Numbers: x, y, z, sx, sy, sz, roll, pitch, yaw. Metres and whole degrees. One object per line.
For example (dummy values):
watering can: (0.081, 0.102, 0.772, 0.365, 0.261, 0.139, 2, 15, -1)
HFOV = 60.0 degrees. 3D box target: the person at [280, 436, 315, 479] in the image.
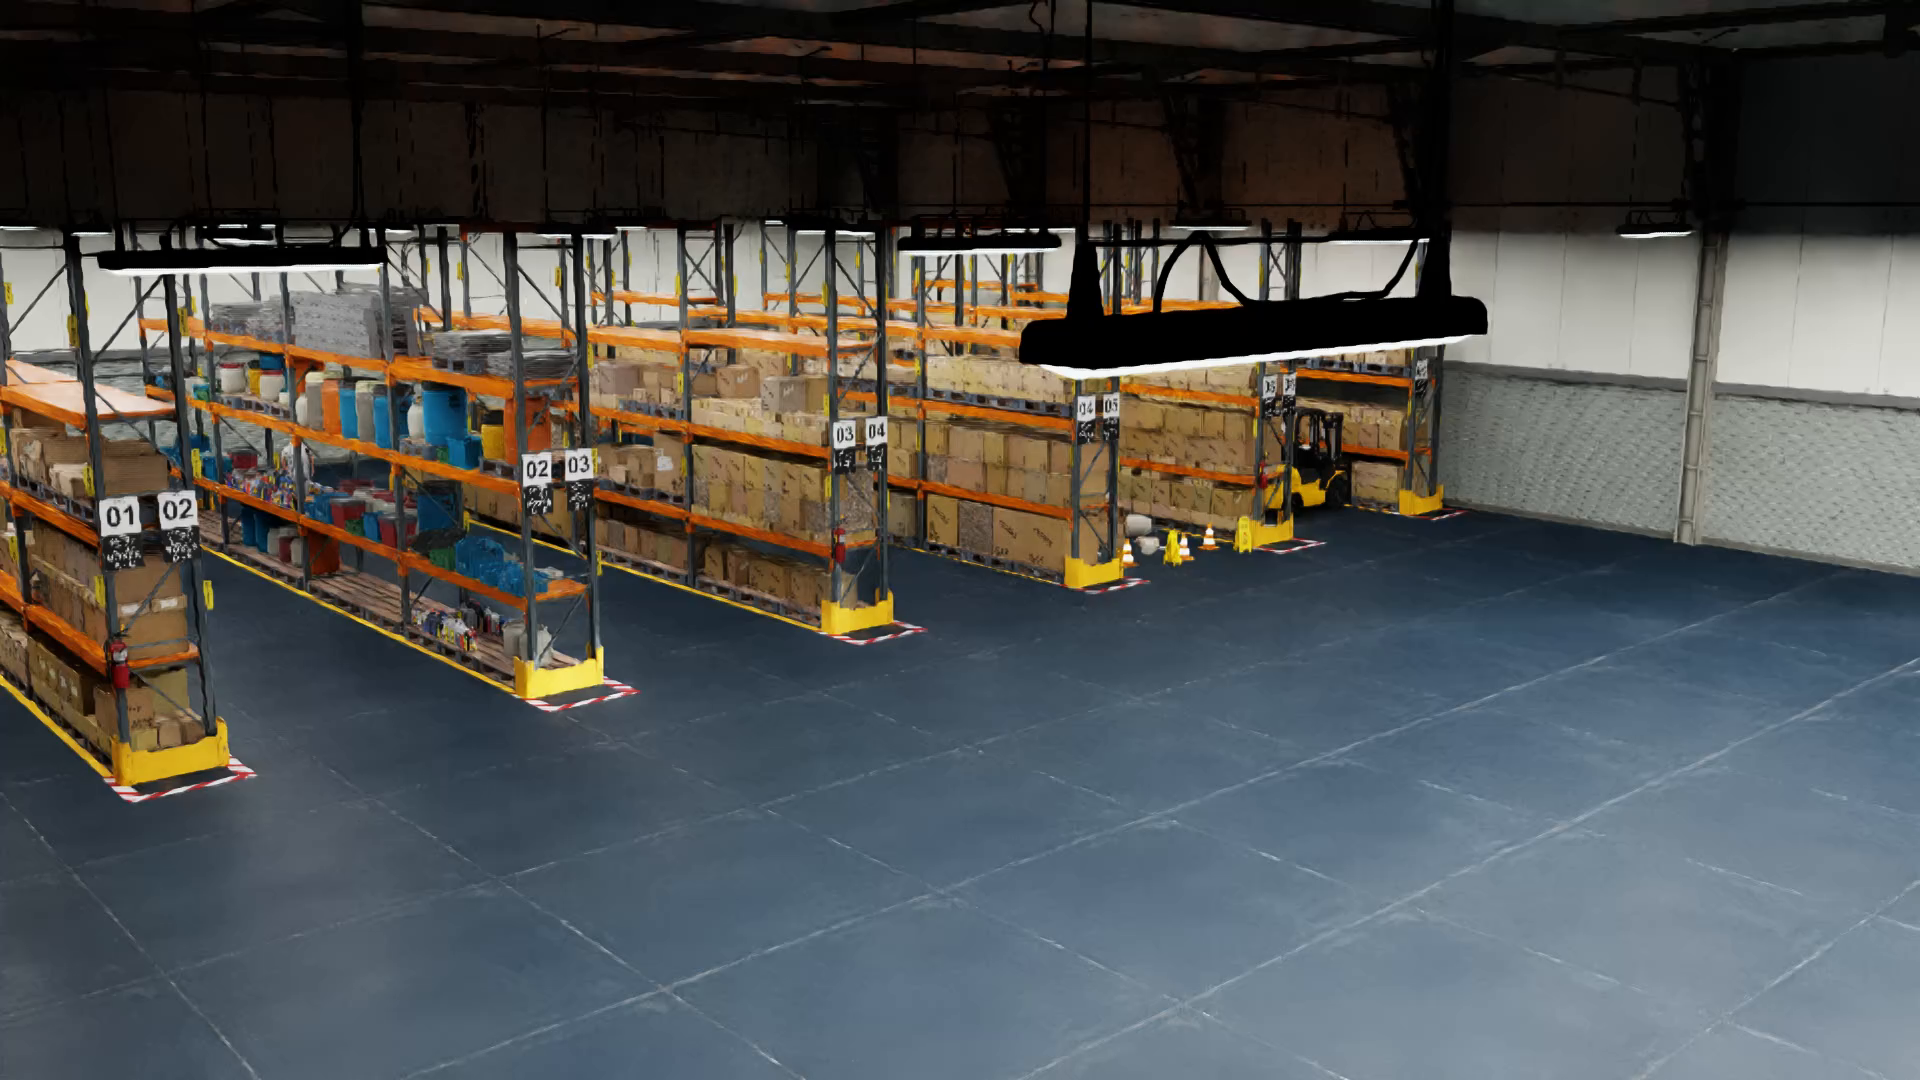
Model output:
person: (-13.830, -1.454, 34.763, 0.682, 1.715, 0.542, -11, 16, -43)
